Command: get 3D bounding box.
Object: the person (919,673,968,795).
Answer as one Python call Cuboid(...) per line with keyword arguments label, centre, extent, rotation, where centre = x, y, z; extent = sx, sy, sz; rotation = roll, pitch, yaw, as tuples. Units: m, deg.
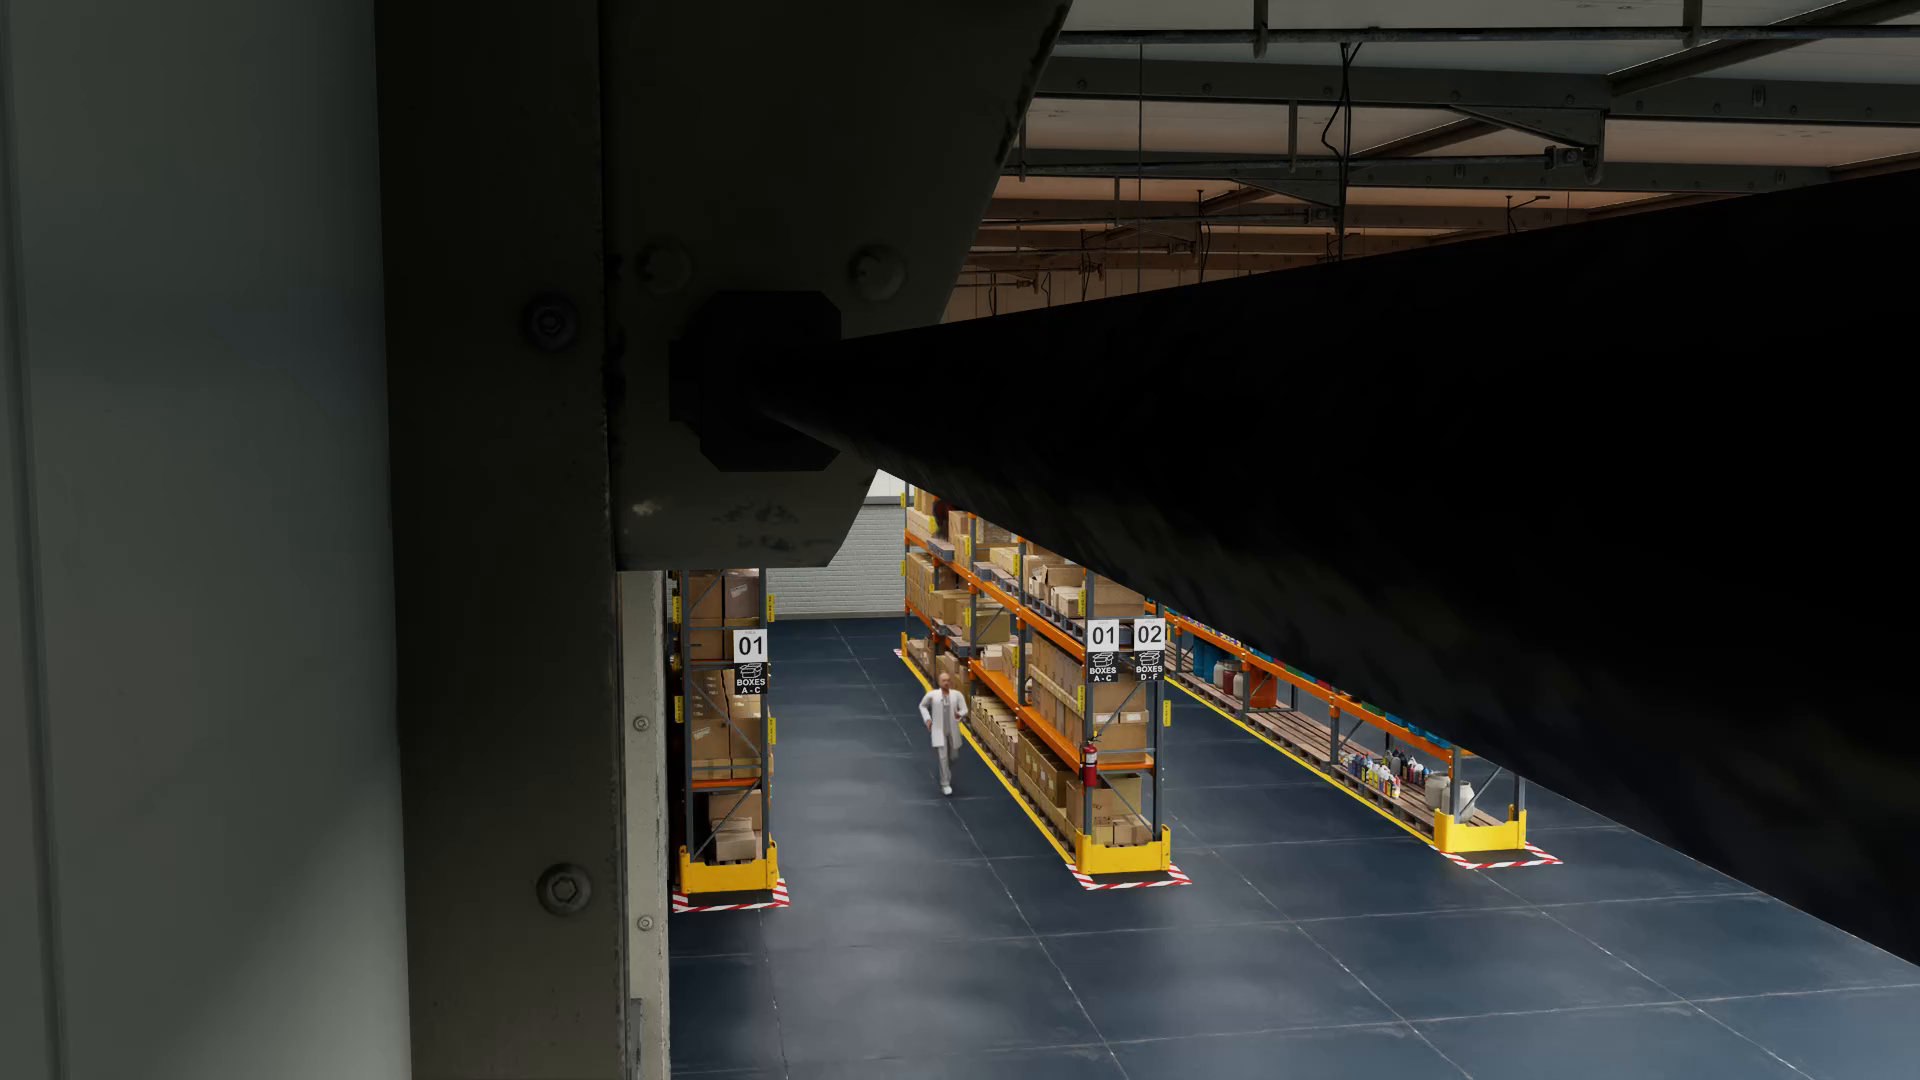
Cuboid(label="person", centre=(-0.230, 2.869, 24.927), extent=(0.719, 1.752, 0.979), rotation=(-1, 6, -12))
